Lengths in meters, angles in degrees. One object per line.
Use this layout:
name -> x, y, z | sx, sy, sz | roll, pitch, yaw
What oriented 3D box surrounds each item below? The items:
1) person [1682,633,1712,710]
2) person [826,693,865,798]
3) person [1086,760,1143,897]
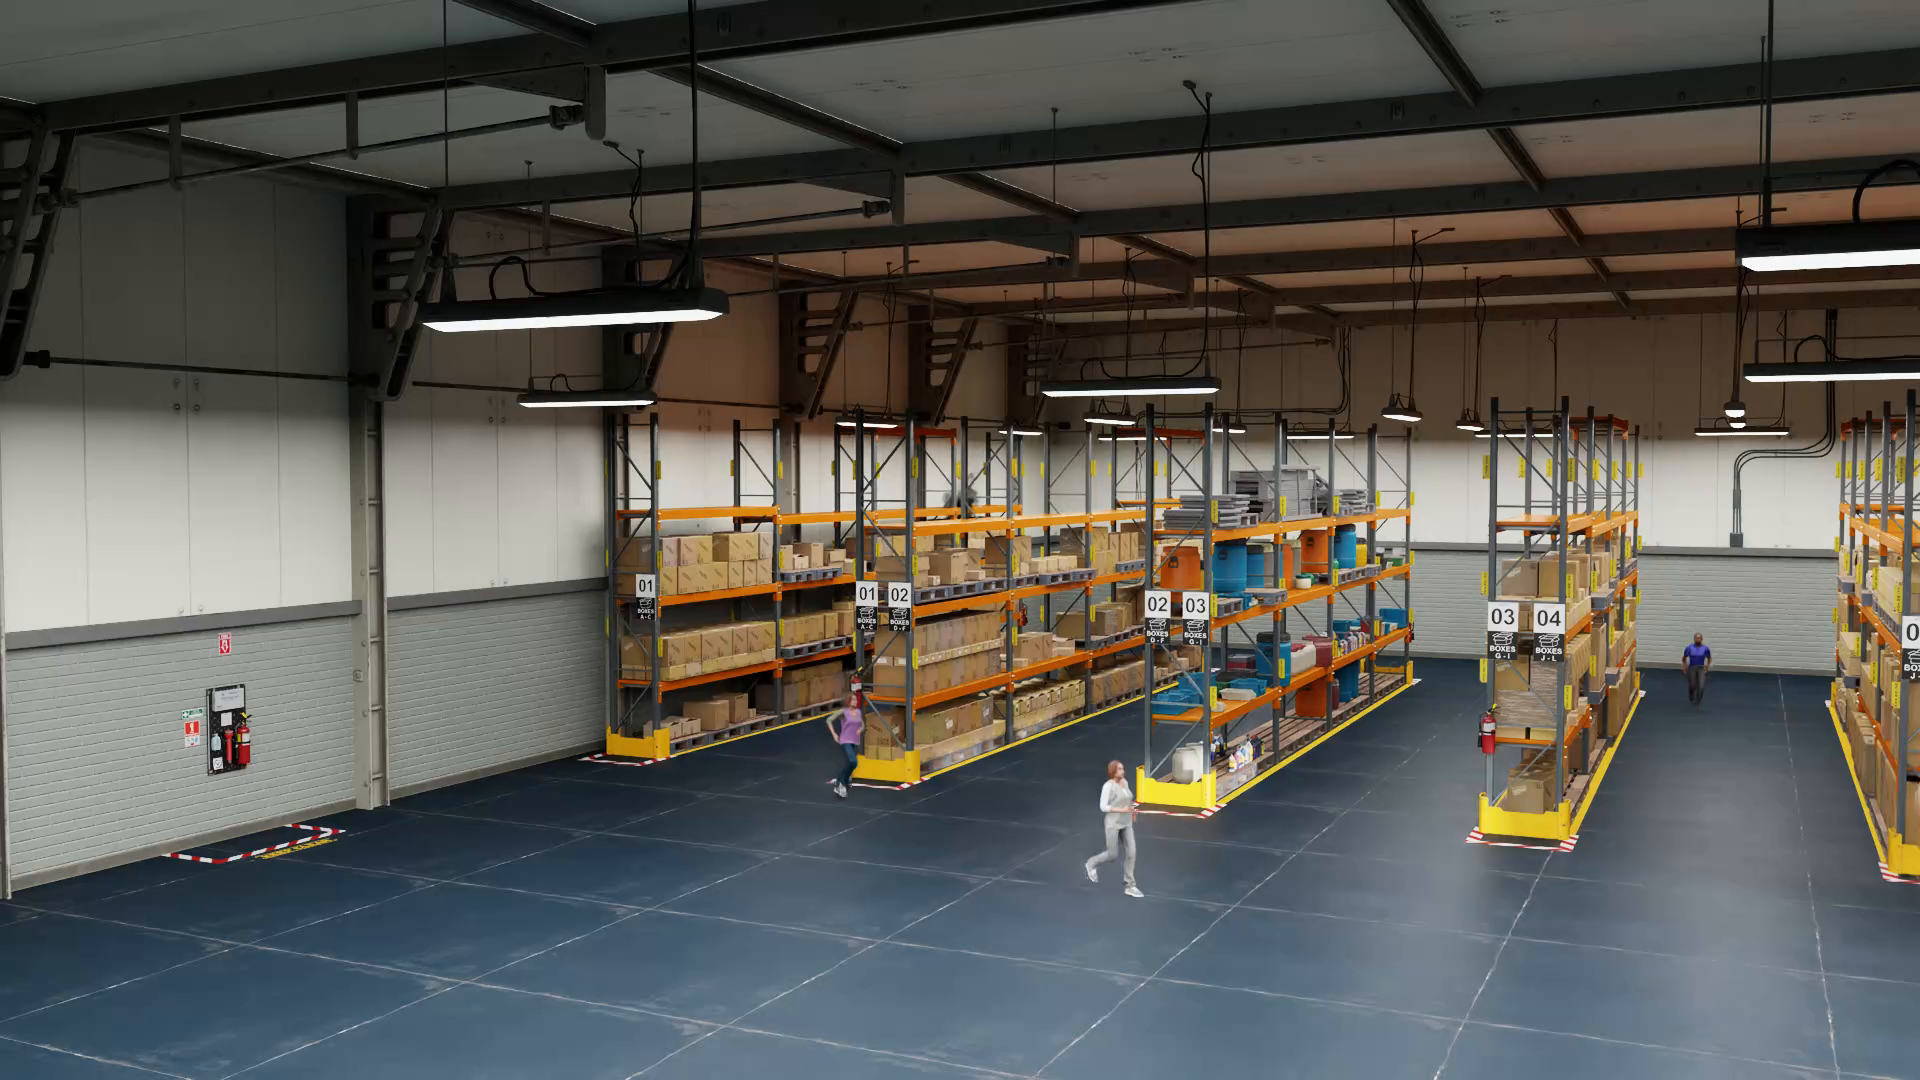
person -> 15.456, 2.749, 34.872 | 0.563, 1.614, 0.588 | 1, 3, 21
person -> -1.695, 3.139, 25.489 | 0.578, 1.576, 0.540 | 2, 3, 43
person -> 1.844, 3.380, 19.646 | 0.552, 1.574, 0.819 | -2, 3, -41
